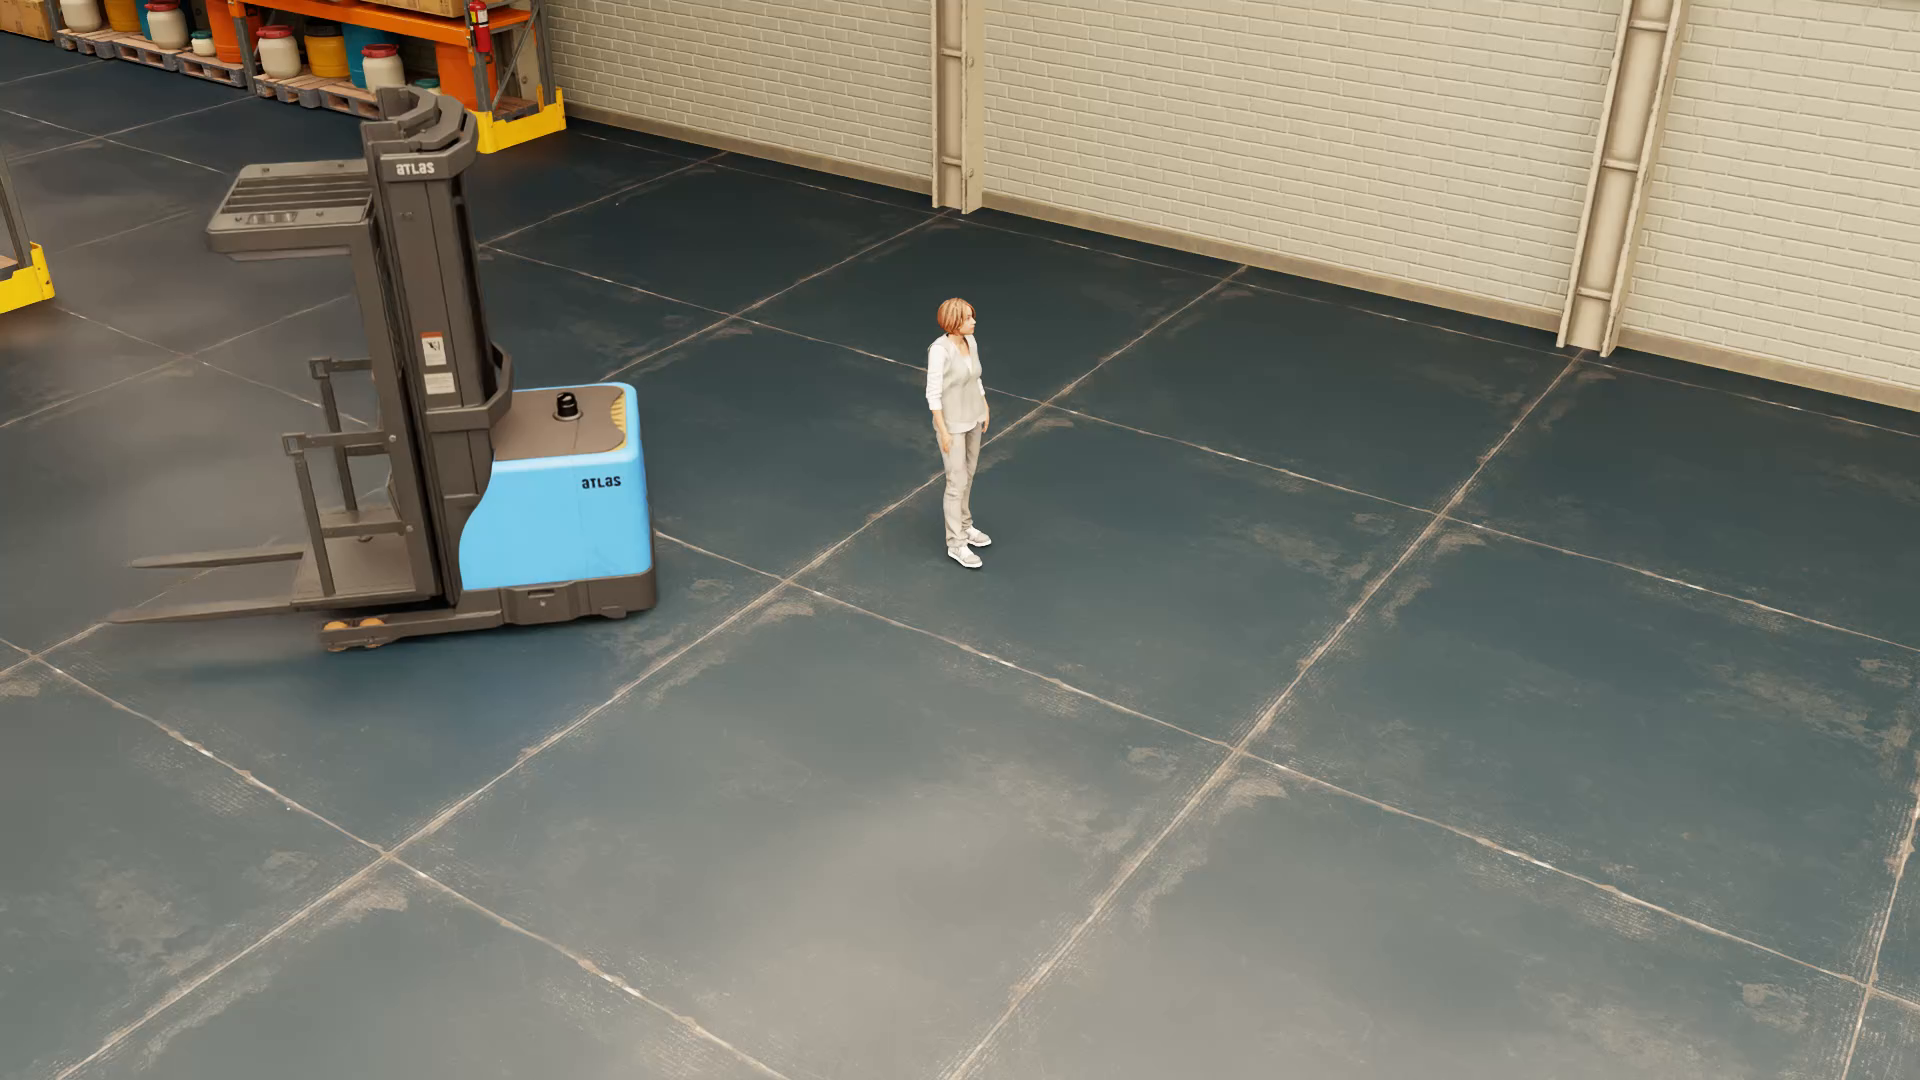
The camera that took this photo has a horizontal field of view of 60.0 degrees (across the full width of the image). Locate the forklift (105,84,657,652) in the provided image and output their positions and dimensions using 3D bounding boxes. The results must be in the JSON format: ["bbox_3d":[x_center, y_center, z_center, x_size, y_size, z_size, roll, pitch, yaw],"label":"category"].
[{"bbox_3d":[-3.344,-0.925,9.174,3.031,2.935,1.130,-5,31,-9],"label":"forklift"}]

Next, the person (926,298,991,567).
[{"bbox_3d":[0.054,-0.667,10.051,0.473,1.592,0.521,19,35,29],"label":"person"}]
